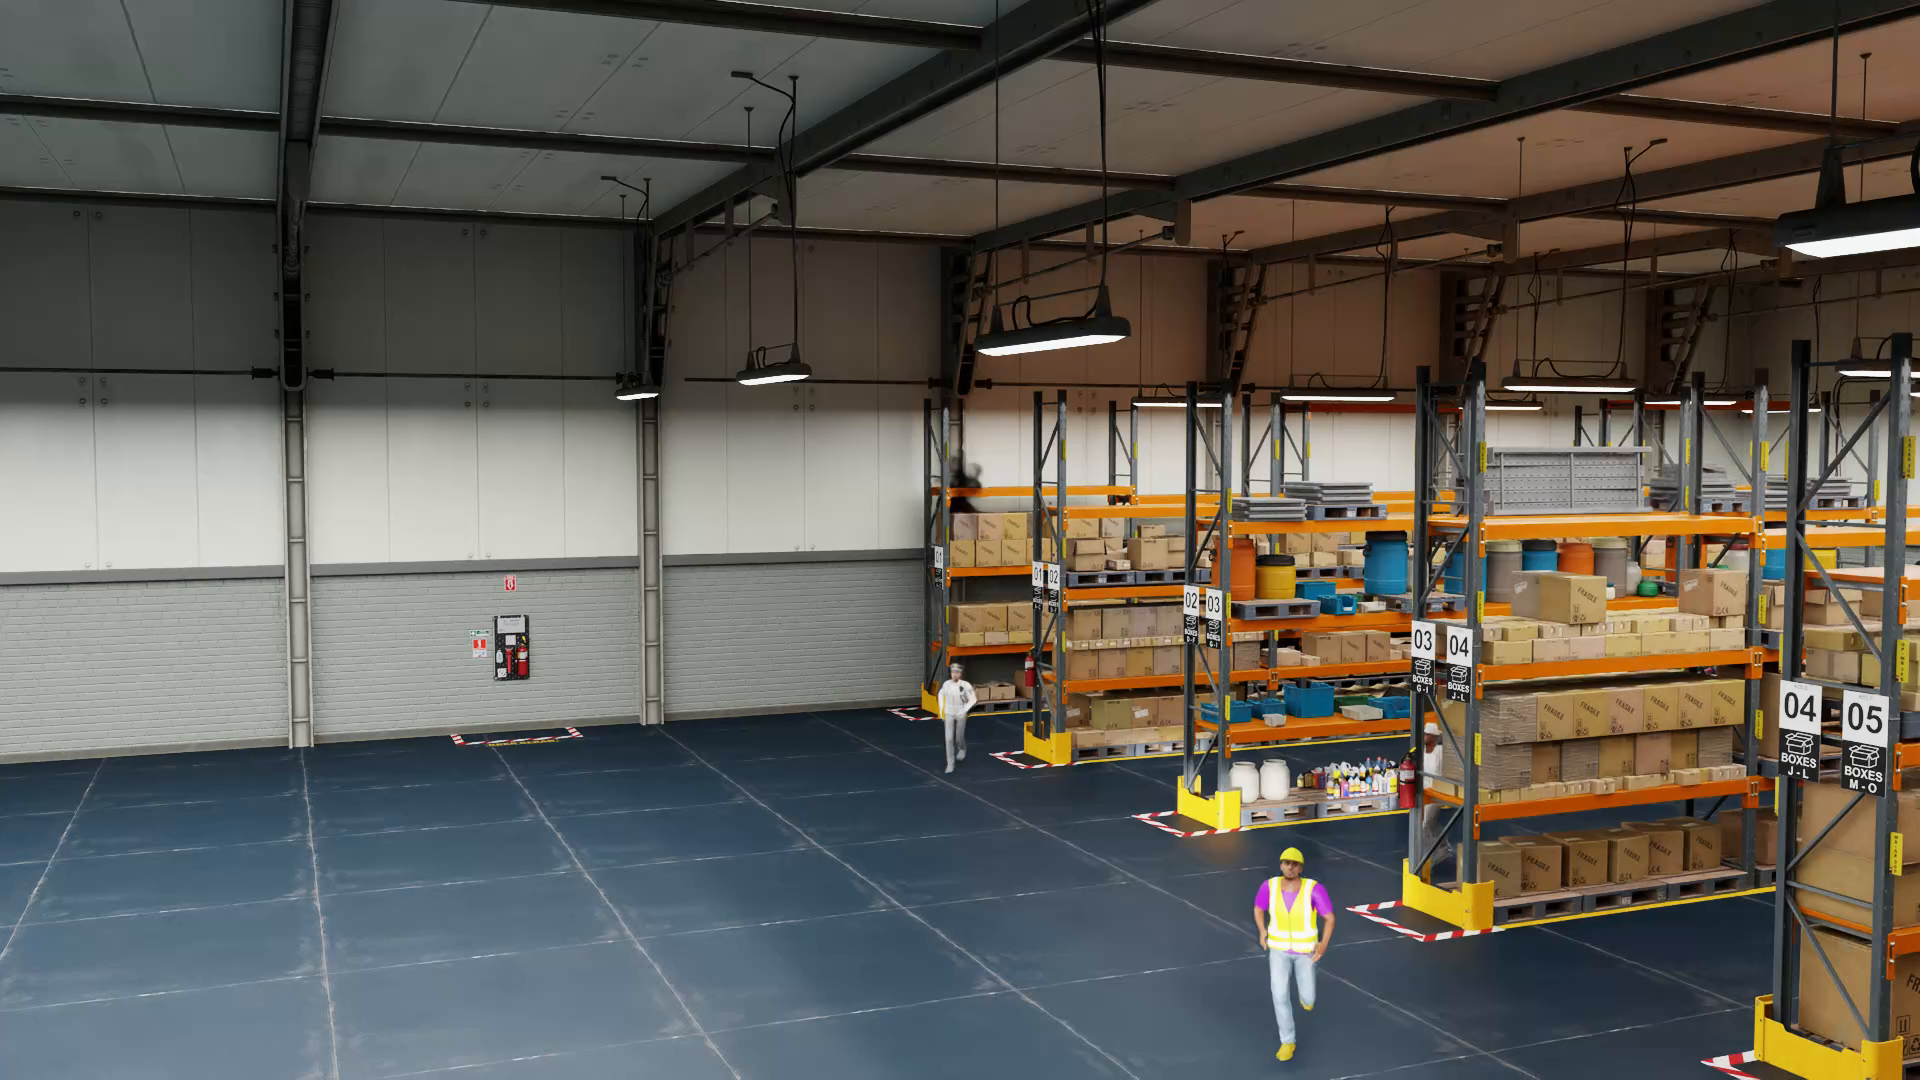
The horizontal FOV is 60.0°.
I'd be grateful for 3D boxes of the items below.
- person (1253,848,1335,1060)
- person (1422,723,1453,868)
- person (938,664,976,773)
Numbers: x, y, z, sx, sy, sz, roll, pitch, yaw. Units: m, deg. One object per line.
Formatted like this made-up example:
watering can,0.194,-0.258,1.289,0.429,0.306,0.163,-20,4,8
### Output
person,2.856,3.486,14.258,0.694,1.723,0.850,1,3,14
person,5.683,3.117,20.037,0.757,1.848,0.724,-2,4,-24
person,-0.054,2.787,26.329,0.639,1.704,0.853,1,3,11
